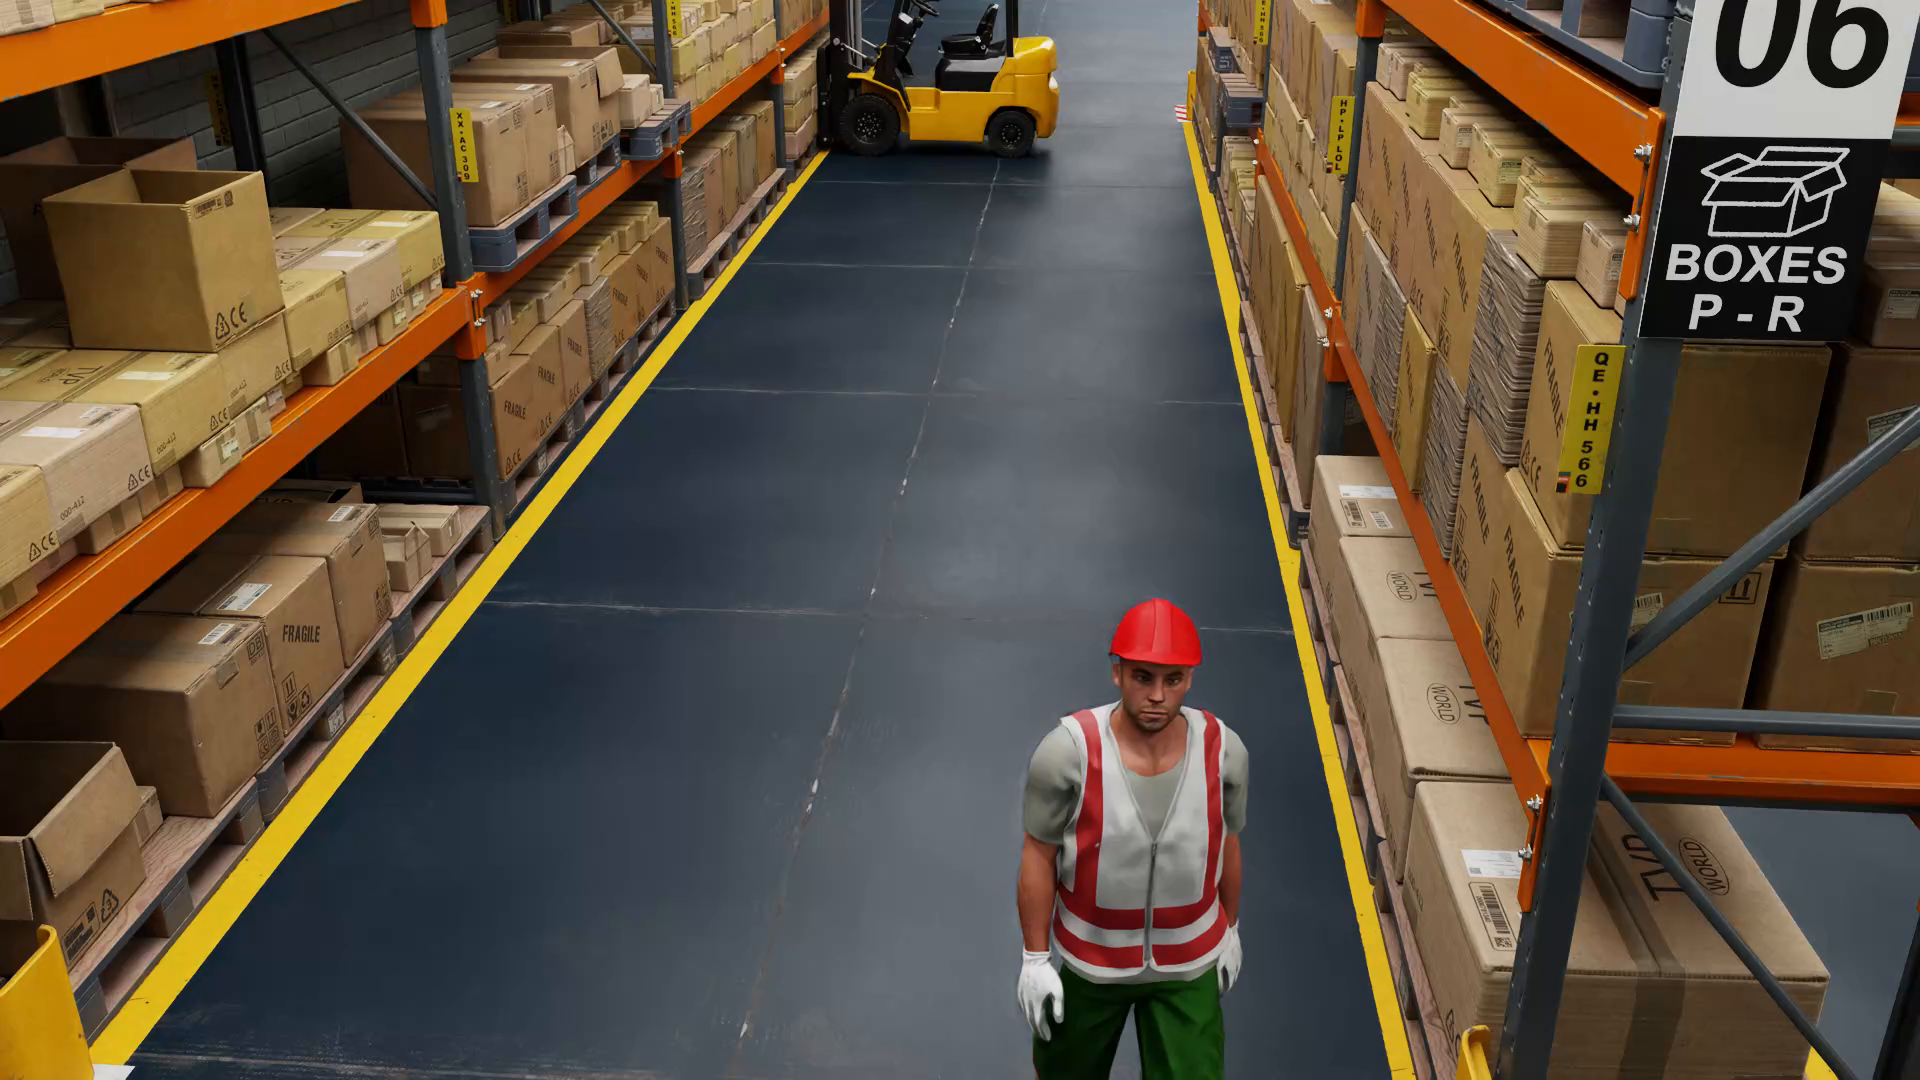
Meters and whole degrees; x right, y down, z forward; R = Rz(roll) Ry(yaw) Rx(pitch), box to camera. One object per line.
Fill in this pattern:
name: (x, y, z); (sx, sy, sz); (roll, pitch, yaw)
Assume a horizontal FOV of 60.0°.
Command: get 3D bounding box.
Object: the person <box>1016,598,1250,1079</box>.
person: (0.408, 0.950, 3.949); (0.566, 1.760, 0.841); (-1, 24, -3)
